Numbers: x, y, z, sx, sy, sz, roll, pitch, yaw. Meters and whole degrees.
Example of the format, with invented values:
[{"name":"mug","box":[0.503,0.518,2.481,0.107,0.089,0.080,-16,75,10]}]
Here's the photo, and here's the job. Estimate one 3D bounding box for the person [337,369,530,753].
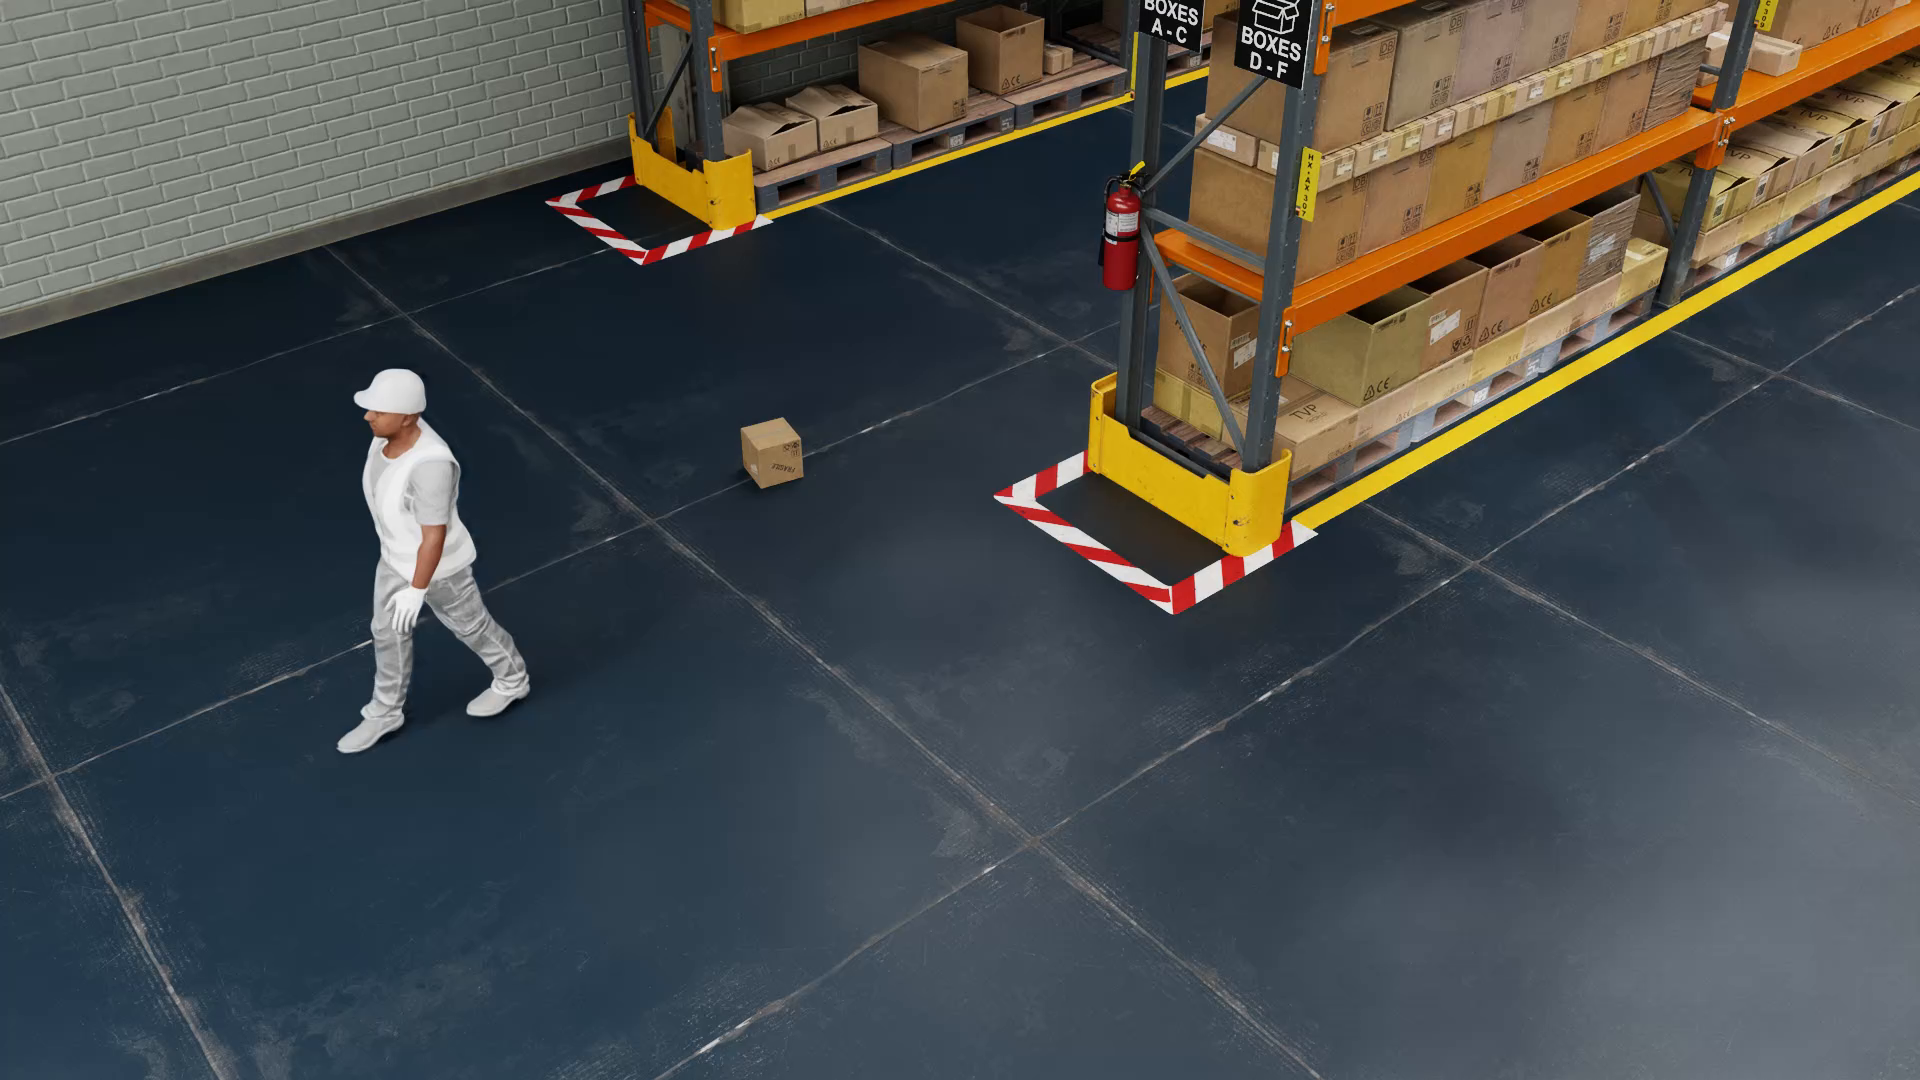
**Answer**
[{"name":"person","box":[-2.292,0.123,6.882,0.824,1.787,0.567,-28,44,-33]}]
